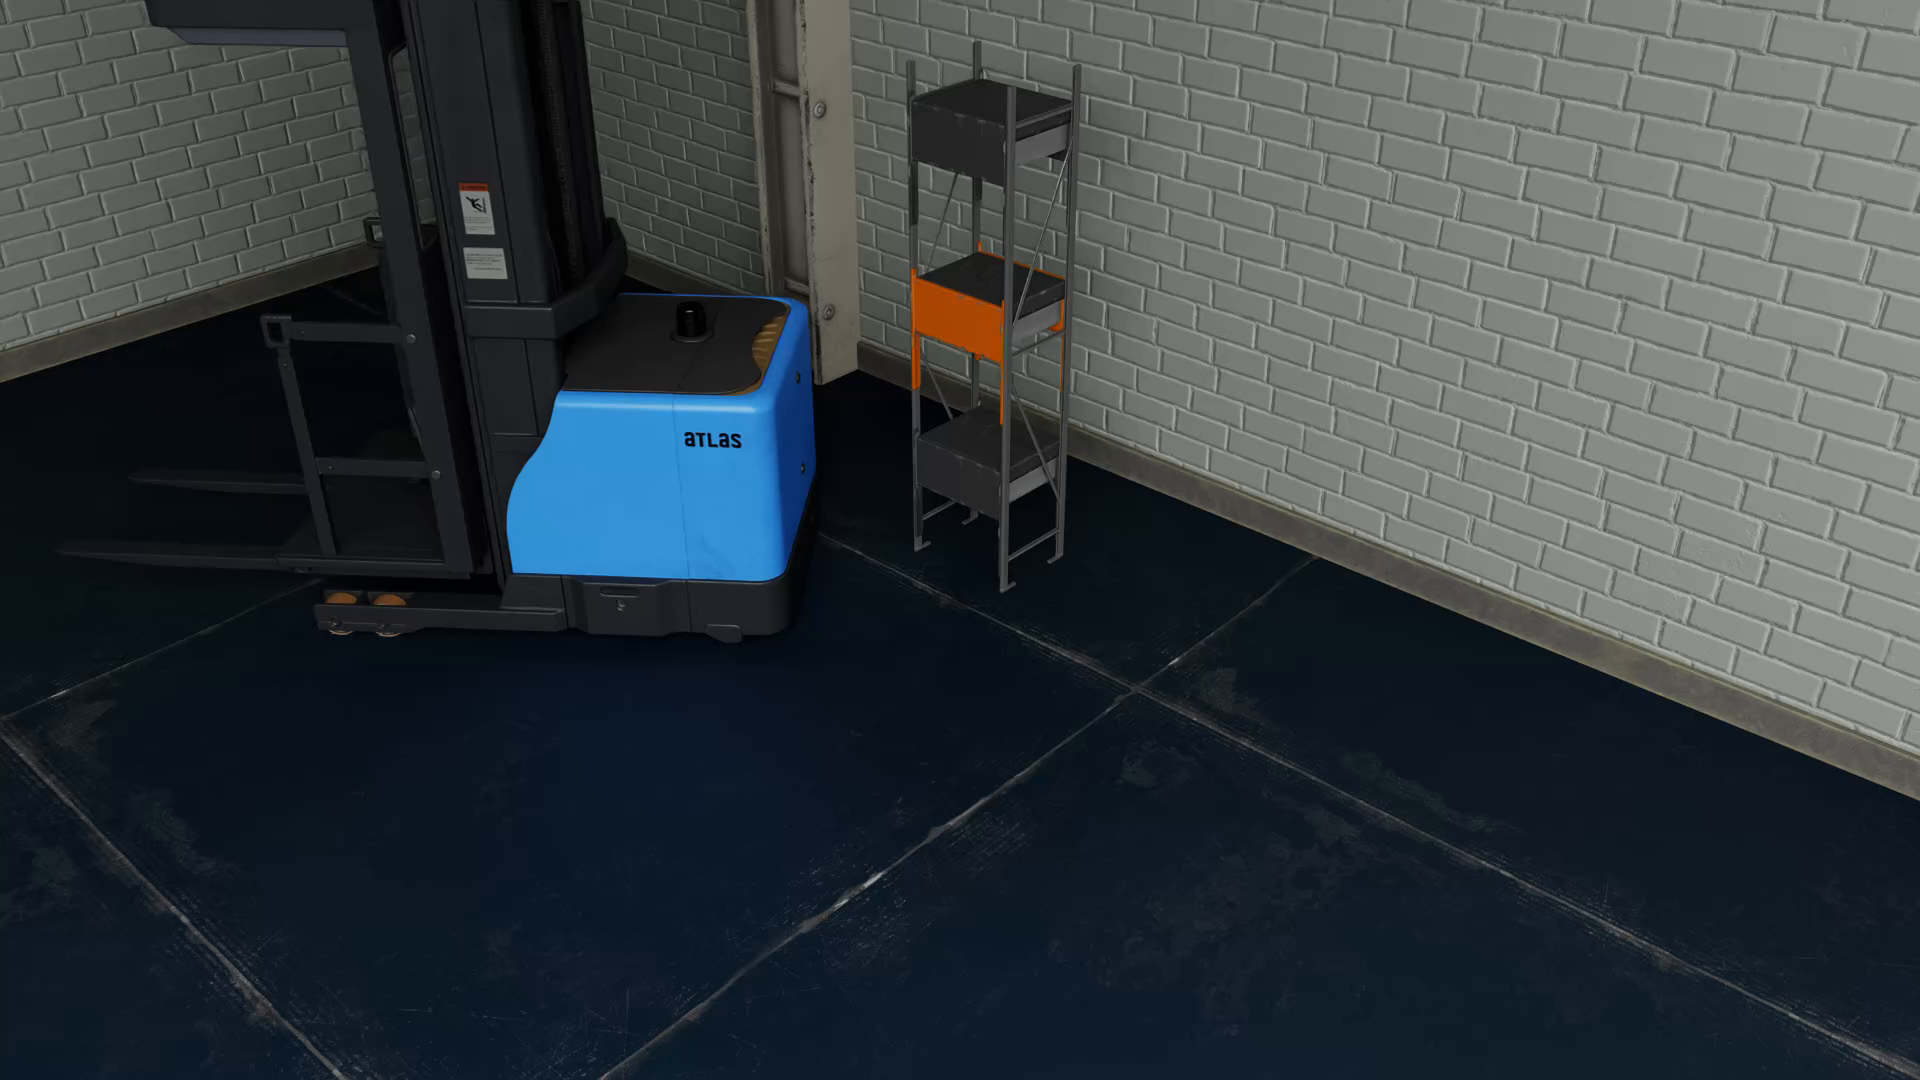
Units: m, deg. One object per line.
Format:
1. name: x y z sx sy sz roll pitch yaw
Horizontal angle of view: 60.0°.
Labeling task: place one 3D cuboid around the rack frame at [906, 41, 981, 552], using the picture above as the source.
1. rack frame: -0.058 -0.927 6.754 0.015 2.100 0.400 25 39 35

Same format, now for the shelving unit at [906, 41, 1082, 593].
1. shelving unit: 0.123 -0.842 6.613 0.503 2.100 0.431 25 39 35

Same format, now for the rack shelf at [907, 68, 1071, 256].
1. rack shelf: 0.123 -1.430 6.259 0.480 0.518 0.431 25 39 35

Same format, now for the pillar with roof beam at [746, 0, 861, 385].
1. pillar with roof beam: -3.653 -3.132 3.727 0.400 9.000 9.100 25 39 35

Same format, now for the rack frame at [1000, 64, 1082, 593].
1. rack frame: 0.304 -0.758 6.473 0.015 2.100 0.400 25 39 35

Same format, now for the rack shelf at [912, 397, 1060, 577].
1. rack shelf: 0.123 -0.231 6.981 0.480 0.518 0.431 25 39 35

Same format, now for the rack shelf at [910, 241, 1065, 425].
1. rack shelf: 0.123 -0.831 6.620 0.480 0.518 0.431 25 39 35

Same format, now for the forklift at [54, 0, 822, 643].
1. forklift: -2.147 -1.141 6.303 3.031 2.935 1.130 2 31 3
